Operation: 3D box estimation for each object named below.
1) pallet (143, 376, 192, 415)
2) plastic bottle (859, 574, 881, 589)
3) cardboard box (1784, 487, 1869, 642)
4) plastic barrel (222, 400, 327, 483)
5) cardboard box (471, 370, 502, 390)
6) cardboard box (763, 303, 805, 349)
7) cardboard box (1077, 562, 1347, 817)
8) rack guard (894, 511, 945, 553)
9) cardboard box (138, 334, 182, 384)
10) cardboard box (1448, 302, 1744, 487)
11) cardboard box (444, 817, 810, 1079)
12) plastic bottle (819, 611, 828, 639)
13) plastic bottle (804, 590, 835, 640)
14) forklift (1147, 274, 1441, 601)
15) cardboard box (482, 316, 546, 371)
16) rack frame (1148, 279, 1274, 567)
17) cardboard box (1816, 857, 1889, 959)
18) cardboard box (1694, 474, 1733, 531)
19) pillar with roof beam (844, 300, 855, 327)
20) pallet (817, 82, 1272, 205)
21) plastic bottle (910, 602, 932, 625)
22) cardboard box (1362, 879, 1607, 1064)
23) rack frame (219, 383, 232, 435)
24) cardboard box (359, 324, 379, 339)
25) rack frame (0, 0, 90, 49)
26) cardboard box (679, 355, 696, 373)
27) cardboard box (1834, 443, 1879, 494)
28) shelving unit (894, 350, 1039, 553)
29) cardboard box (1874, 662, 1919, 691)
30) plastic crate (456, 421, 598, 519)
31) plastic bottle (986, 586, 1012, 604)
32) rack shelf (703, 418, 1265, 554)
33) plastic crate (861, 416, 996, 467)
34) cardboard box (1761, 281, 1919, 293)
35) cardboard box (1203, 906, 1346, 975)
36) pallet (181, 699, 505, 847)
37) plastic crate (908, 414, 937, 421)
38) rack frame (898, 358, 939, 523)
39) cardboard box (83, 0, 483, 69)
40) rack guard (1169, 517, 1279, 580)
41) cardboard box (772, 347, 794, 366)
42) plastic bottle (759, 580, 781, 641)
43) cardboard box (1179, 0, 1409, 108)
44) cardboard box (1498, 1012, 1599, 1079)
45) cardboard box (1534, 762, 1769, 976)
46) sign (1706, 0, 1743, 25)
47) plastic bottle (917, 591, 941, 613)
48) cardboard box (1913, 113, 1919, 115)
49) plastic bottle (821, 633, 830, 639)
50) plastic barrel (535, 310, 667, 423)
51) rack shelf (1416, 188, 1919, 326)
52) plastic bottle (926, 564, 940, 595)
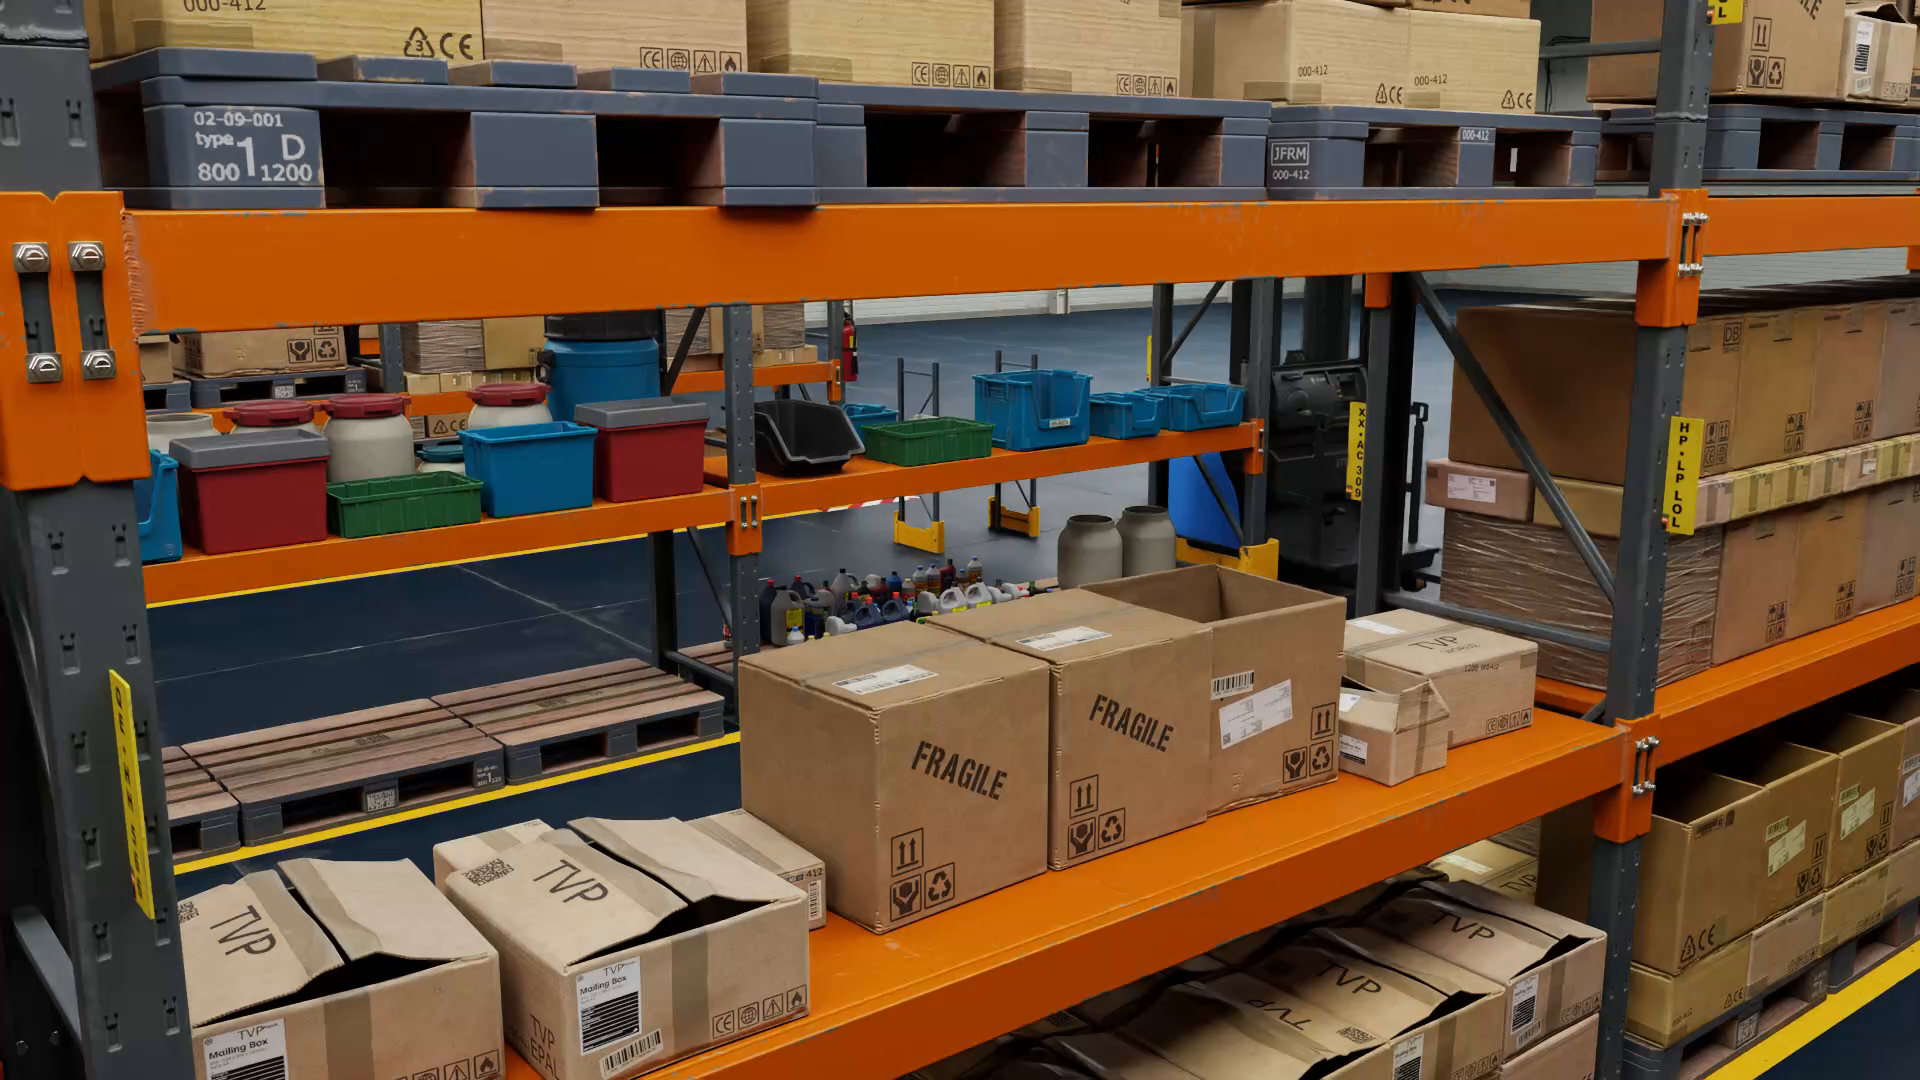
[{"bbox_3d":[-6.115,-0.997,11.565,1.213,0.211,1.003,-9,15,-38],"label":"pallet"},{"bbox_3d":[-0.564,0.356,10.227,0.135,0.276,0.152,-9,15,-37],"label":"plastic bottle"},{"bbox_3d":[2.818,0.019,6.075,0.500,0.500,0.700,-9,15,-37],"label":"cardboard box"},{"bbox_3d":[-3.213,-0.370,7.821,0.433,0.535,0.433,0,12,0],"label":"plastic barrel"},{"bbox_3d":[-3.775,-1.270,12.992,0.250,0.149,0.380,-9,15,-38],"label":"cardboard box"},{"bbox_3d":[-1.835,-1.993,14.836,0.500,0.500,0.875,-9,15,-38],"label":"cardboard box"},{"bbox_3d":[0.652,0.377,4.390,0.500,0.500,0.500,-8,14,-34],"label":"cardboard box"},{"bbox_3d":[-0.329,-0.068,13.345,0.087,0.250,0.587,-9,15,-38],"label":"rack guard"},{"bbox_3d":[-5.808,-1.362,11.564,0.637,0.503,0.797,-8,14,-32],"label":"cardboard box"},{"bbox_3d":[2.016,-0.481,5.310,0.500,0.500,0.700,-9,15,-37],"label":"cardboard box"},{"bbox_3d":[-0.630,0.739,3.143,0.500,0.311,0.500,-10,15,-38],"label":"cardboard box"},{"bbox_3d":[-0.727,0.537,9.361,0.133,0.283,0.061,-9,15,-38],"label":"plastic bottle"},{"bbox_3d":[-0.833,0.440,9.835,0.135,0.276,0.152,-9,15,-38],"label":"plastic bottle"},{"bbox_3d":[2.656,-1.049,11.512,1.130,2.935,3.031,-8,15,-34],"label":"forklift"},{"bbox_3d":[-3.709,-1.648,13.213,0.500,0.500,0.875,-9,15,-38],"label":"cardboard box"},{"bbox_3d":[1.706,-1.062,11.409,0.127,3.000,1.000,-9,15,-38],"label":"rack frame"},{"bbox_3d":[3.012,1.261,6.076,0.500,0.250,0.500,-9,15,-38],"label":"cardboard box"},{"bbox_3d":[2.200,-0.141,5.271,0.250,0.149,0.380,-9,15,-37],"label":"cardboard box"},{"bbox_3d":[0.270,-8.127,30.236,0.548,9.000,9.100,-9,15,-38],"label":"pillar with roof beam"},{"bbox_3d":[-0.104,-0.843,3.611,1.213,0.211,1.003,-9,15,-35],"label":"pallet"},{"bbox_3d":[-0.226,0.494,9.562,0.133,0.283,0.061,-9,15,-35],"label":"plastic bottle"},{"bbox_3d":[1.537,1.225,4.896,0.500,0.311,0.500,-9,15,-38],"label":"cardboard box"},{"bbox_3d":[-7.532,-2.164,16.598,0.127,3.000,1.000,-9,15,-38],"label":"rack frame"},{"bbox_3d":[-6.340,-2.413,17.411,0.550,0.550,0.875,-9,15,-38],"label":"cardboard box"},{"bbox_3d":[-1.450,-2.155,2.112,0.127,3.000,1.000,-9,15,-38],"label":"rack frame"},{"bbox_3d":[-2.448,-1.507,14.110,0.250,0.149,0.380,-9,15,-38],"label":"cardboard box"},{"bbox_3d":[3.008,-0.277,5.908,0.250,0.149,0.380,-10,16,-39],"label":"cardboard box"},{"bbox_3d":[0.060,-0.744,13.520,1.083,1.500,0.587,-9,15,-38],"label":"shelving unit"},{"bbox_3d":[3.793,0.765,6.610,0.500,0.500,0.500,-9,15,-38],"label":"cardboard box"},{"bbox_3d":[-2.085,-0.342,8.055,0.575,0.384,0.392,-9,15,-38],"label":"plastic crate"},{"bbox_3d":[0.223,0.411,9.971,0.135,0.276,0.152,-10,16,-39],"label":"plastic bottle"},{"bbox_3d":[0.144,-0.451,10.262,4.000,0.370,1.077,-9,15,-38],"label":"rack shelf"},{"bbox_3d":[-0.181,-0.570,9.601,0.662,0.188,0.450,-9,15,-38],"label":"plastic crate"},{"bbox_3d":[3.583,-0.742,6.536,0.500,0.500,0.700,-9,15,-37],"label":"cardboard box"},{"bbox_3d":[0.801,1.203,4.999,0.500,0.311,0.500,-10,15,-38],"label":"cardboard box"},{"bbox_3d":[-2.960,1.088,7.995,1.213,0.211,1.003,-9,15,-38],"label":"pallet"},{"bbox_3d":[-0.308,-0.666,10.178,0.437,0.136,0.530,-9,15,-38],"label":"plastic crate"},{"bbox_3d":[-0.330,-0.679,13.214,0.032,1.500,0.500,-9,15,-38],"label":"rack frame"},{"bbox_3d":[-1.131,-0.888,2.715,0.500,0.250,0.500,-11,16,-42],"label":"cardboard box"},{"bbox_3d":[1.676,0.178,11.586,0.348,0.500,1.175,-9,15,-38],"label":"rack guard"},{"bbox_3d":[-1.678,-1.640,14.734,0.250,0.149,0.380,-9,15,-38],"label":"cardboard box"},{"bbox_3d":[-1.095,0.407,9.808,0.185,0.351,0.144,-10,16,-39],"label":"plastic bottle"},{"bbox_3d":[0.759,-1.188,4.132,0.500,0.250,0.500,-11,17,-43],"label":"cardboard box"},{"bbox_3d":[1.531,1.501,4.946,0.500,0.250,0.500,-10,15,-38],"label":"cardboard box"},{"bbox_3d":[2.231,1.024,5.387,0.500,0.500,0.500,-9,15,-38],"label":"cardboard box"},{"bbox_3d":[2.020,-1.527,4.373,0.005,0.325,0.100,-9,15,-38],"label":"sign"},{"bbox_3d":[-0.161,0.436,9.851,0.135,0.276,0.152,-9,15,-38],"label":"plastic bottle"},{"bbox_3d":[3.629,-1.691,6.018,0.500,0.311,0.500,-7,14,-31],"label":"cardboard box"},{"bbox_3d":[-0.736,0.614,9.194,0.097,0.201,0.097,0,12,0],"label":"plastic bottle"},{"bbox_3d":[-1.909,-0.787,8.908,0.708,0.901,0.600,-9,15,-38],"label":"plastic barrel"},{"bbox_3d":[3.235,-1.114,6.164,4.000,0.370,1.077,-9,15,-38],"label":"rack shelf"},{"bbox_3d":[-0.172,0.286,10.567,0.097,0.271,0.097,0,12,0],"label":"plastic bottle"}]
